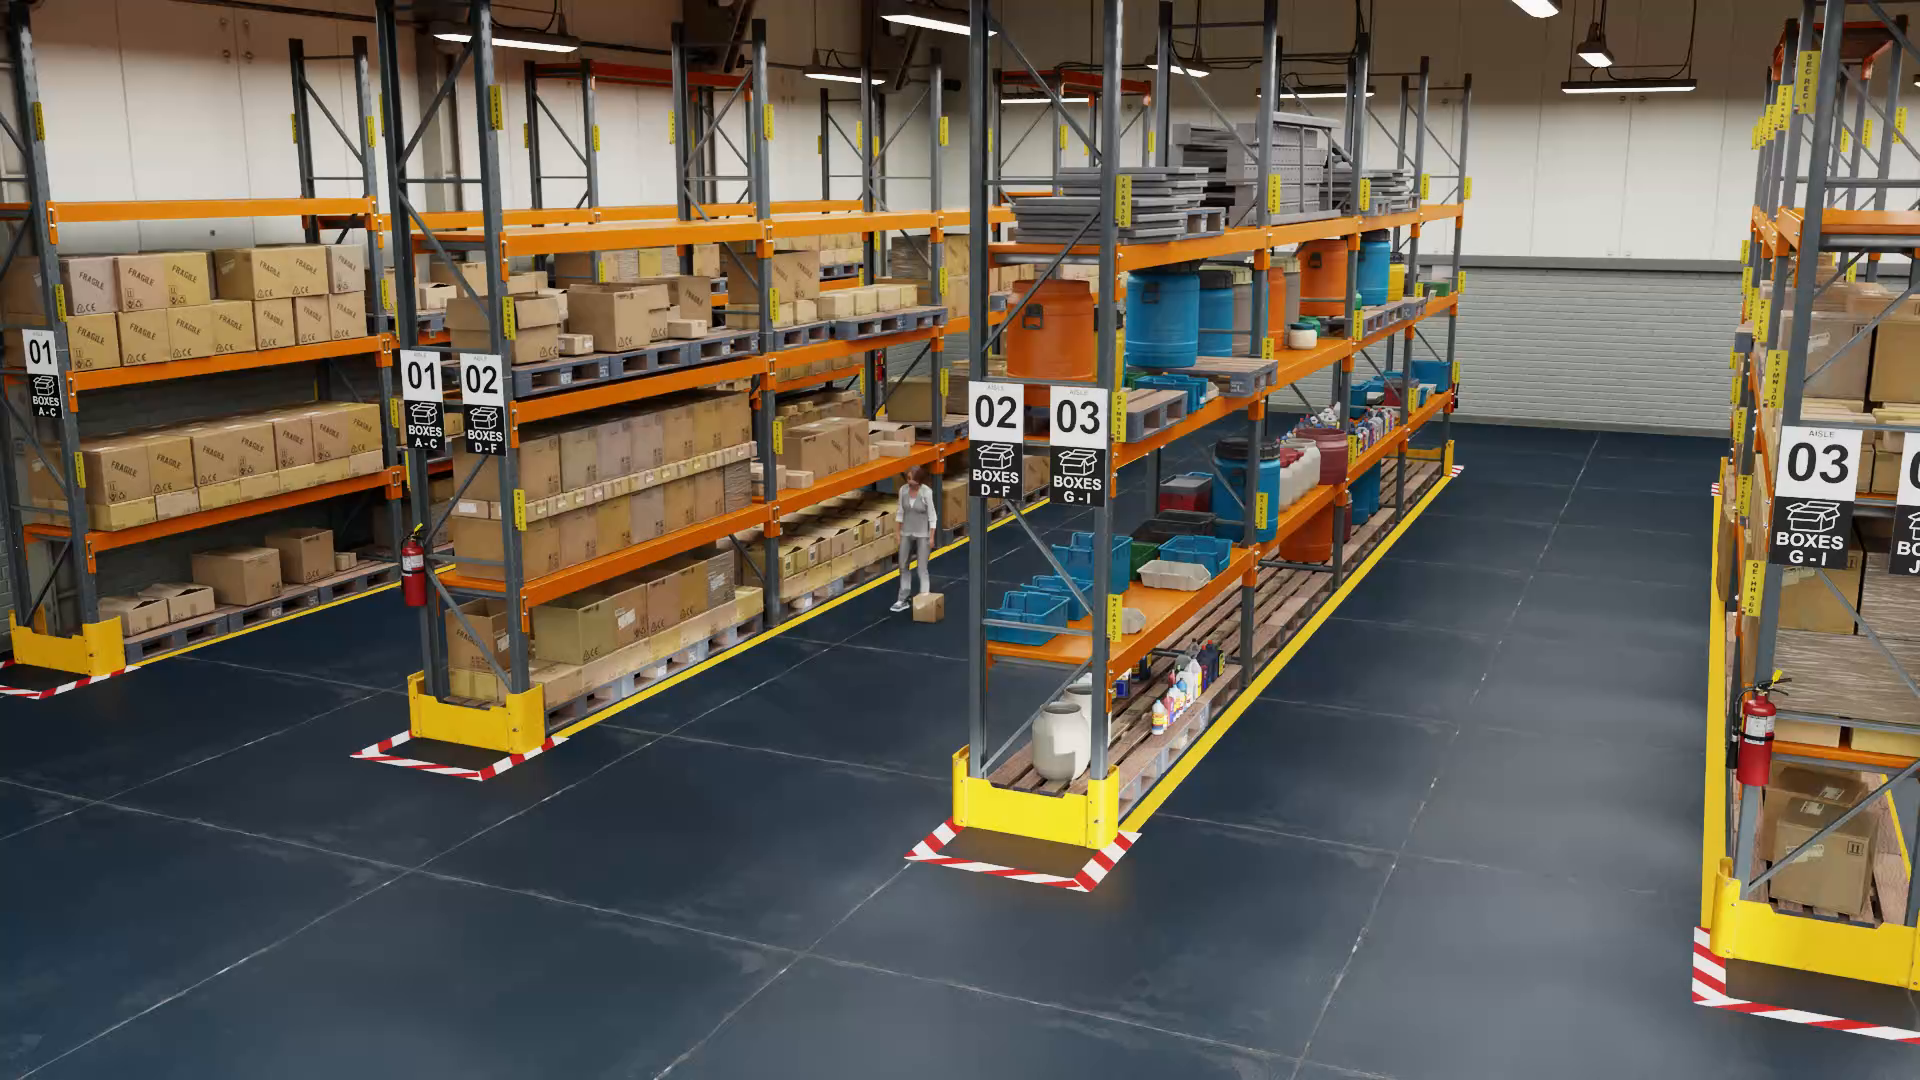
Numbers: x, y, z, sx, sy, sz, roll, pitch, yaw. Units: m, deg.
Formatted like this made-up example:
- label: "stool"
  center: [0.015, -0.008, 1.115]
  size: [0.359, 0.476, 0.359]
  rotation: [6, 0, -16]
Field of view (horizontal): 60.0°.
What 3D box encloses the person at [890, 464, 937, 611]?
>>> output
- label: "person"
  center: [-0.477, -0.021, 17.594]
  size: [0.475, 1.591, 0.346]
  rotation: [5, 13, 21]
